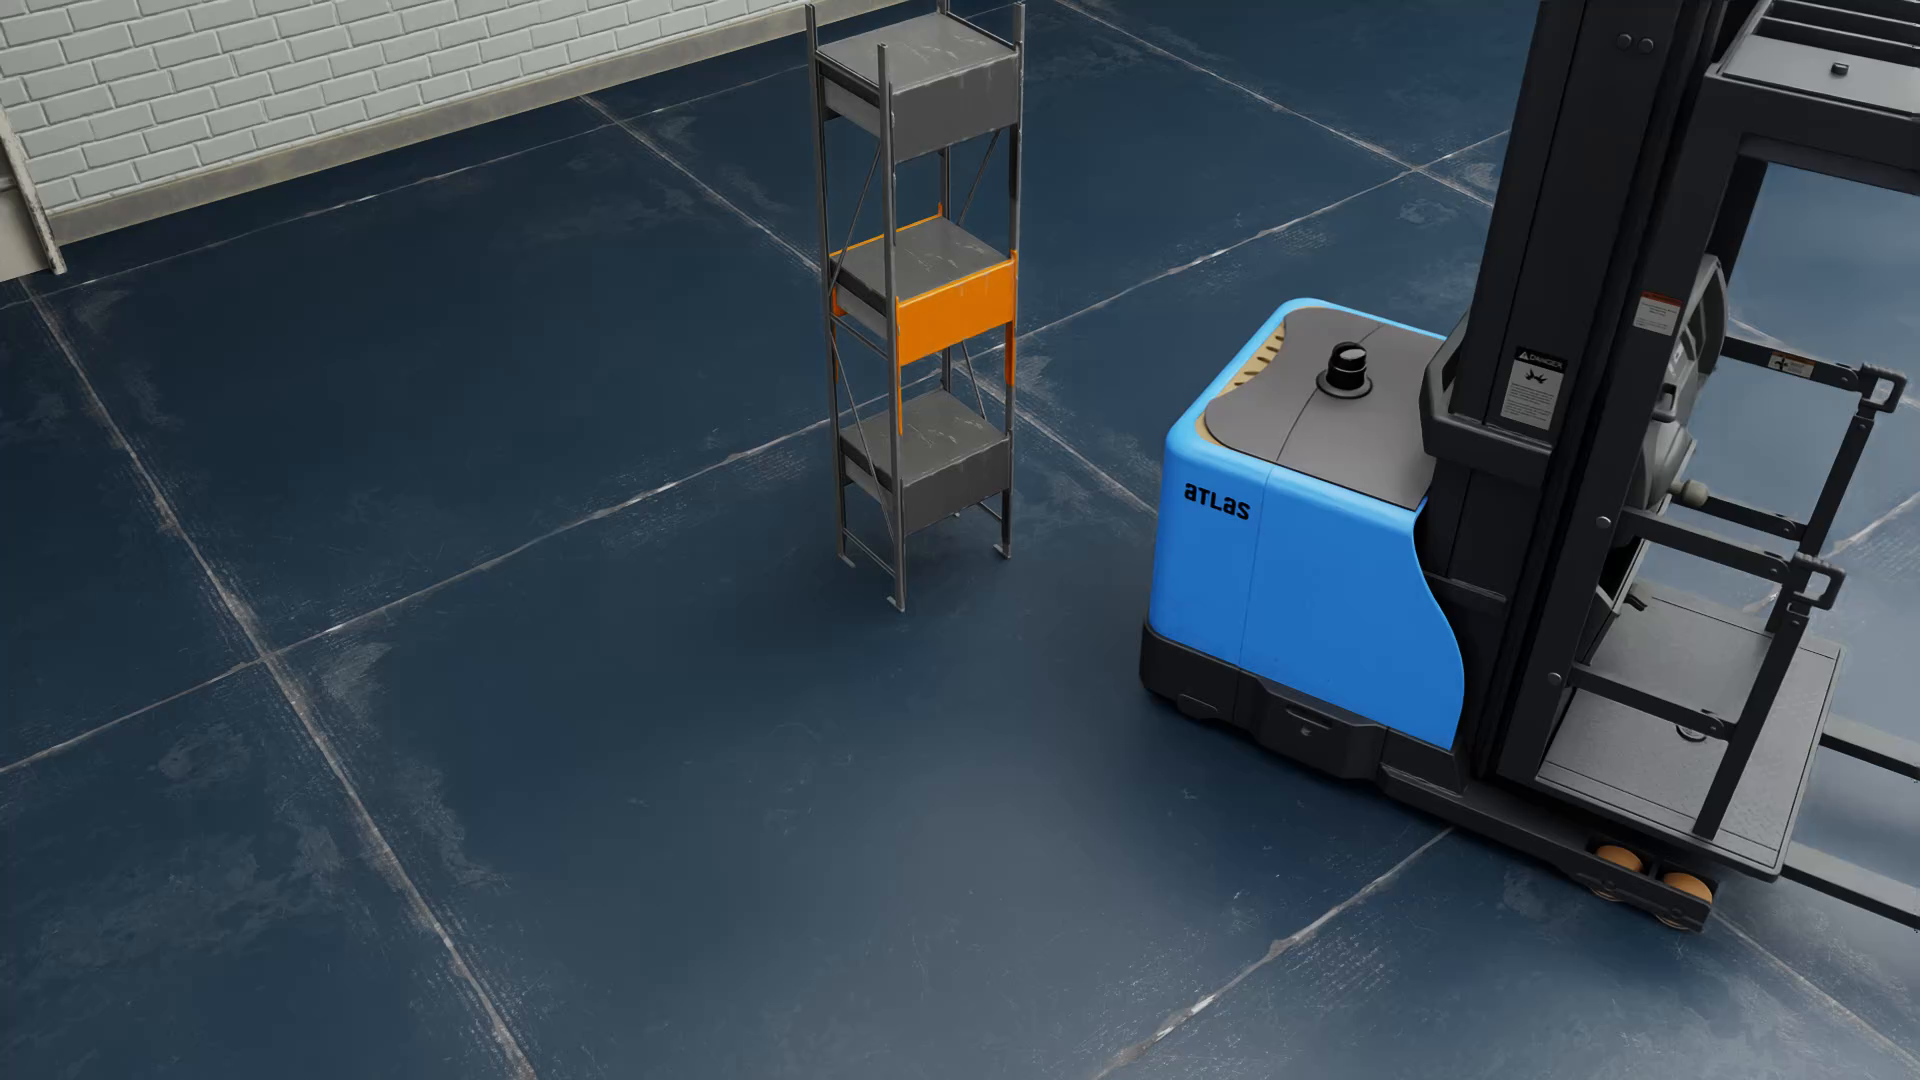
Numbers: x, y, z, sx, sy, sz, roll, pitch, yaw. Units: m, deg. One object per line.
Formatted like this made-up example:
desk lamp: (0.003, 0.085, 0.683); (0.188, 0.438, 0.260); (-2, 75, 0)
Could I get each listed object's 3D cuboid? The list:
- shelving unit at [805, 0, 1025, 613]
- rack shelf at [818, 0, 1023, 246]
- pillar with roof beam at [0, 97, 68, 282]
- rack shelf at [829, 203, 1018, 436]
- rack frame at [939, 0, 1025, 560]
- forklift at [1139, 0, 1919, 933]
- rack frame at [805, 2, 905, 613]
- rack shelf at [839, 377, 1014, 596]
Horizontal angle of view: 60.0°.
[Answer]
shelving unit: (-0.131, -0.748, 5.506); (0.503, 2.100, 0.431); (-26, 46, -28)
rack shelf: (-0.131, -1.278, 5.071); (0.480, 0.518, 0.431); (-26, 46, -28)
pillar with roof beam: (-1.803, -2.572, 2.291); (0.400, 9.000, 9.100); (-26, 46, -28)
rack shelf: (-0.131, -0.737, 5.515); (0.480, 0.518, 0.431); (-26, 46, -28)
rack frame: (0.062, -0.842, 5.621); (0.015, 2.100, 0.400); (-26, 46, -28)
forklift: (2.125, -0.385, 4.408); (3.031, 2.935, 1.130); (21, 44, 24)
rack frame: (-0.325, -0.654, 5.391); (0.015, 2.100, 0.400); (-26, 46, -28)
rack shelf: (-0.131, -0.196, 5.959); (0.480, 0.518, 0.431); (-26, 46, -28)
